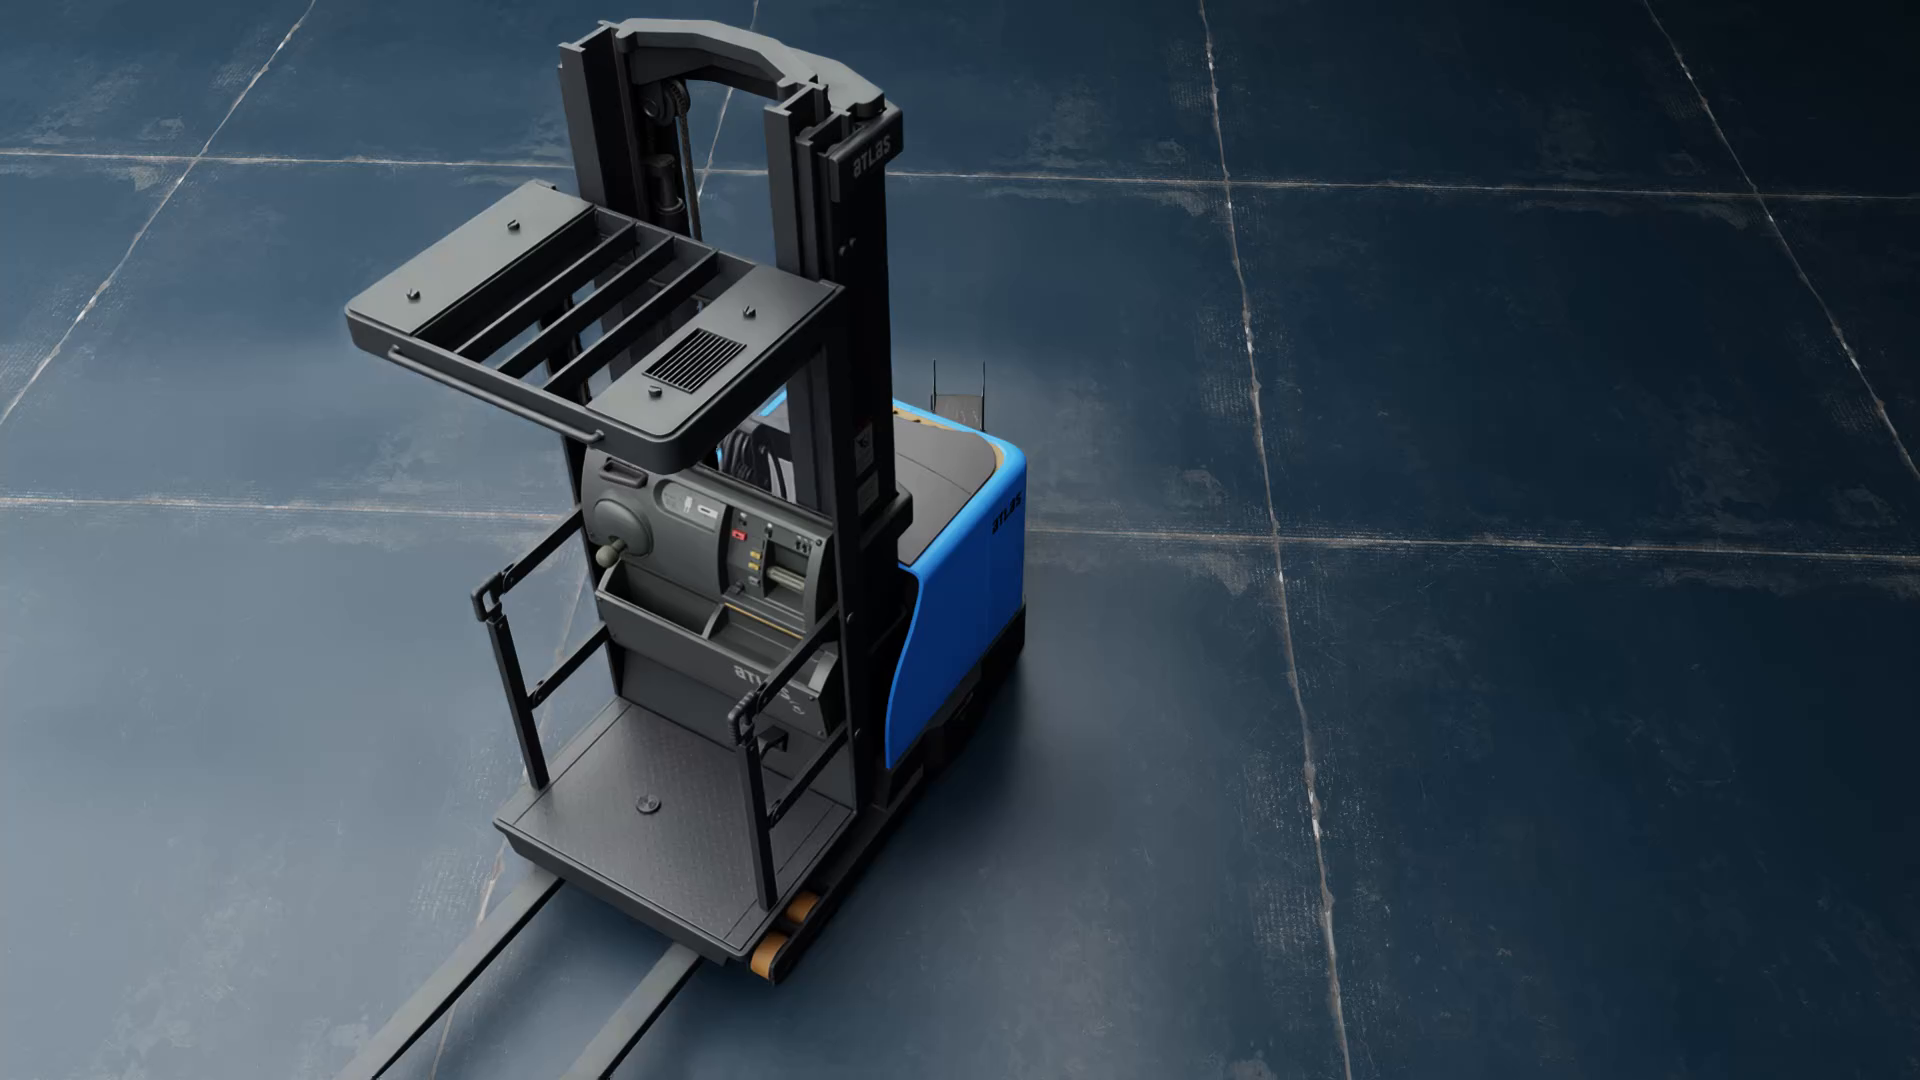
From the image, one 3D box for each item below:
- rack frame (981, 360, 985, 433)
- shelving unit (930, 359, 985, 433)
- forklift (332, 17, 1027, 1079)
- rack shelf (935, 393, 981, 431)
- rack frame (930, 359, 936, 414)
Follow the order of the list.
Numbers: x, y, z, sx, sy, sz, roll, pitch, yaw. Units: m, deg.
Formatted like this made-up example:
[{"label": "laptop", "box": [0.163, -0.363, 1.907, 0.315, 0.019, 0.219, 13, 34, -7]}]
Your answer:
[{"label": "rack frame", "box": [0.093, -0.326, 7.026, 0.006, 0.900, 0.240, 2, 43, 2]}, {"label": "shelving unit", "box": [-0.008, -0.330, 7.029, 0.210, 0.900, 0.258, 2, 43, 2]}, {"label": "forklift", "box": [-0.924, 0.070, 5.110, 1.130, 2.935, 3.031, 22, 47, 22]}, {"label": "rack shelf", "box": [-0.008, -0.503, 6.868, 0.200, 0.077, 0.258, 2, 43, 2]}, {"label": "rack frame", "box": [-0.110, -0.333, 7.032, 0.006, 0.900, 0.240, 2, 43, 2]}]
